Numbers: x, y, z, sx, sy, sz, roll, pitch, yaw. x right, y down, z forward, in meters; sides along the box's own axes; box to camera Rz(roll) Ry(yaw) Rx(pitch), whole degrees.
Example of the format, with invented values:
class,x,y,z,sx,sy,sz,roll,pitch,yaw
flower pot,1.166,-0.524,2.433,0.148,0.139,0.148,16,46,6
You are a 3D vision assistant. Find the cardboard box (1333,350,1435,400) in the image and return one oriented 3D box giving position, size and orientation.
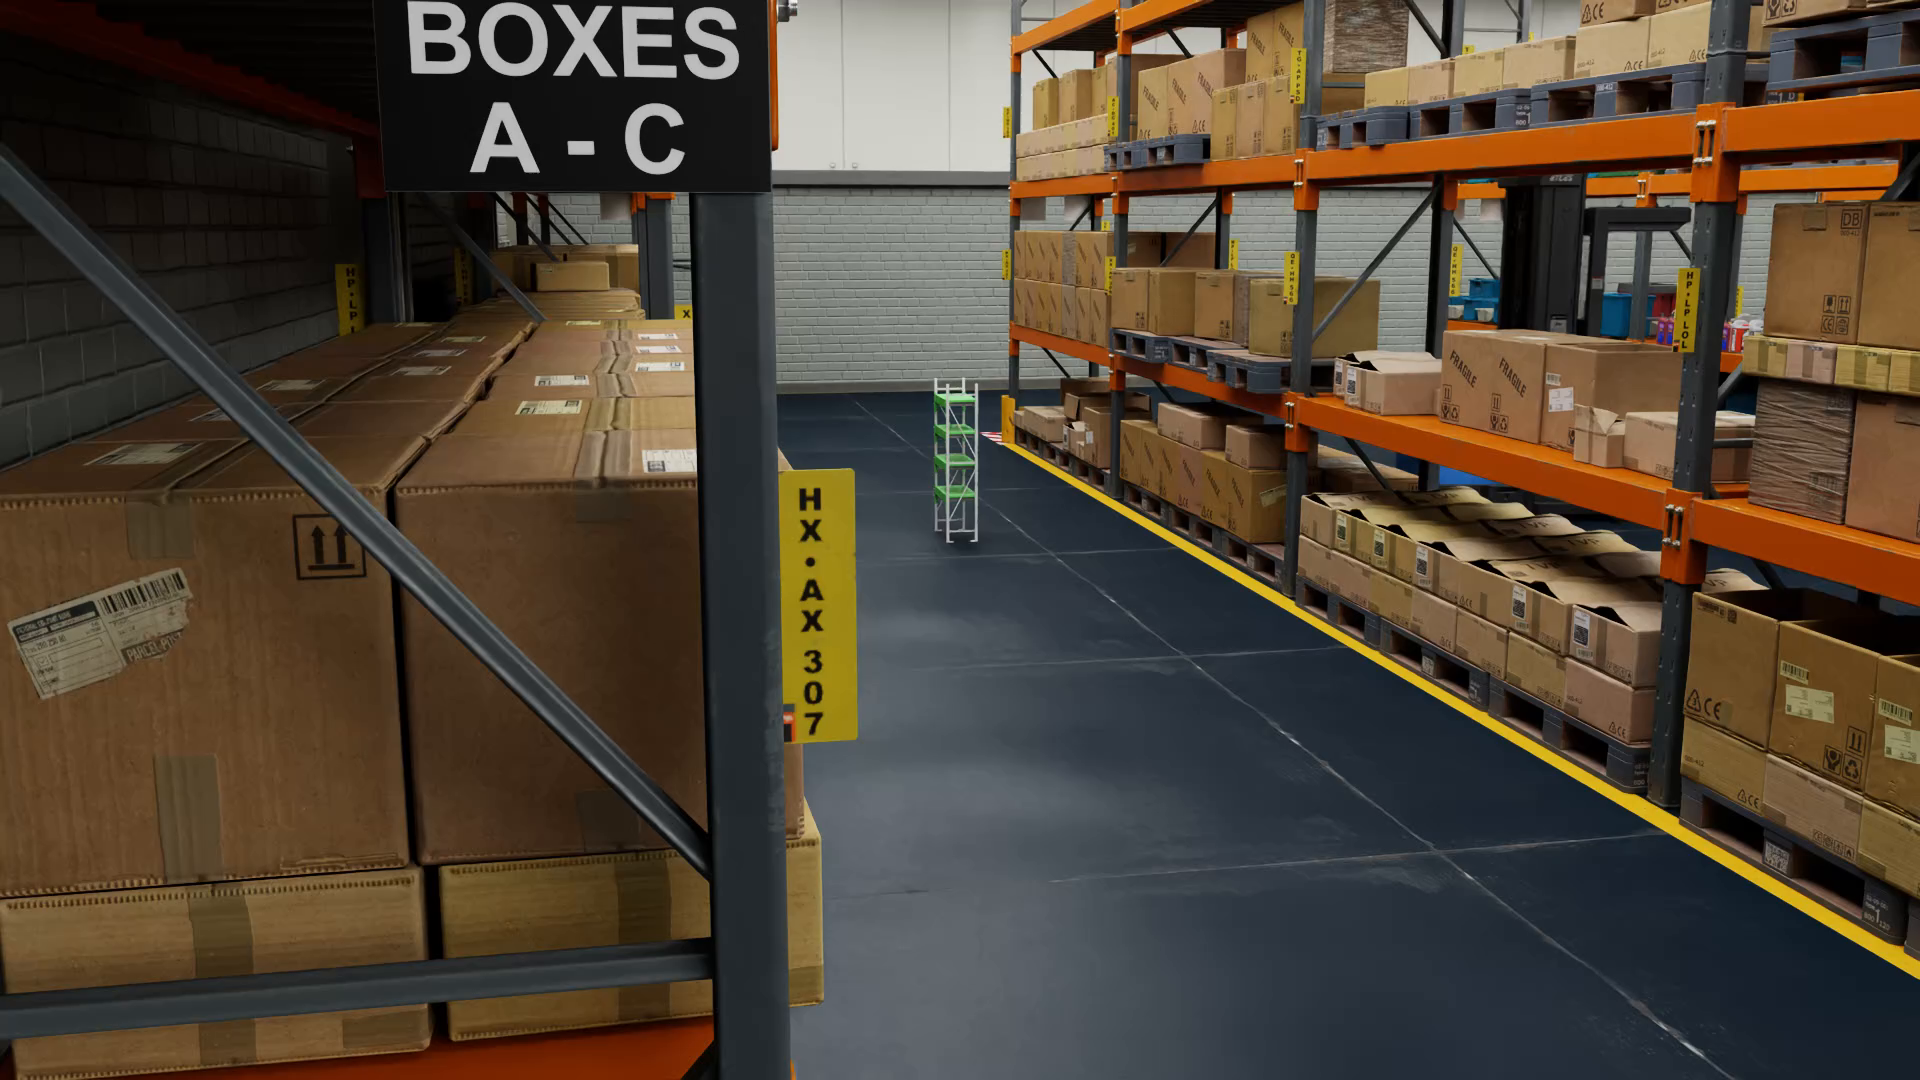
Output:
class,x,y,z,sx,sy,sz,roll,pitch,yaw
cardboard box,2.627,-1.012,10.228,0.500,0.311,0.500,-1,11,-7

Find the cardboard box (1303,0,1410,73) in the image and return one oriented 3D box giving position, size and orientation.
class,x,y,z,sx,sy,sz,roll,pitch,yaw
cardboard box,2.521,-3.218,10.616,0.500,0.500,0.500,-2,11,-11

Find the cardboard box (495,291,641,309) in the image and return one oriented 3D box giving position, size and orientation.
class,x,y,z,sx,sy,sz,roll,pitch,yaw
cardboard box,-2.023,-1.021,8.593,0.700,0.500,0.500,-3,11,-16

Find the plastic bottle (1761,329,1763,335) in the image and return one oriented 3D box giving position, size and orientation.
class,x,y,z,sx,sy,sz,roll,pitch,yaw
plastic bottle,6.618,-1.640,13.636,0.097,0.271,0.097,0,11,0

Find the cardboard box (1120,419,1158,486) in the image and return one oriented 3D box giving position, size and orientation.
class,x,y,z,sx,sy,sz,roll,pitch,yaw
cardboard box,1.676,-0.748,14.112,0.500,0.500,0.500,-3,11,-14

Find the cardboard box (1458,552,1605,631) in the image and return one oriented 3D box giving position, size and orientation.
class,x,y,z,sx,sy,sz,roll,pitch,yaw
cardboard box,2.815,0.228,8.206,0.500,0.311,0.500,-2,11,-11

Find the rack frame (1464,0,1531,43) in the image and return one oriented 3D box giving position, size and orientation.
class,x,y,z,sx,sy,sz,roll,pitch,yaw
rack frame,5.903,-5.718,18.669,1.000,3.000,0.127,-2,11,-11

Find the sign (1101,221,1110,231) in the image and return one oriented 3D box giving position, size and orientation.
class,x,y,z,sx,sy,sz,roll,pitch,yaw
sign,1.592,-3.332,18.236,0.100,0.325,0.005,-2,11,-11

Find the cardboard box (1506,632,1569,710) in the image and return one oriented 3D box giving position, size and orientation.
class,x,y,z,sx,sy,sz,roll,pitch,yaw
cardboard box,2.915,0.596,7.774,0.500,0.250,0.500,-2,11,-12

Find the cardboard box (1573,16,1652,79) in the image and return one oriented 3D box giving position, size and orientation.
class,x,y,z,sx,sy,sz,roll,pitch,yaw
cardboard box,3.157,-2.210,7.542,0.500,0.250,0.500,-3,11,-17

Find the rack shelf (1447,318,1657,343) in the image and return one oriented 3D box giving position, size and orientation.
class,x,y,z,sx,sy,sz,roll,pitch,yaw
rack shelf,6.292,-2.050,17.370,1.077,0.370,4.000,-2,11,-11

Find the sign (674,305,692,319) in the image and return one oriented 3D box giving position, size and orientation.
class,x,y,z,sx,sy,sz,roll,pitch,yaw
sign,-0.950,-0.656,5.804,0.100,0.325,0.005,-2,11,-11

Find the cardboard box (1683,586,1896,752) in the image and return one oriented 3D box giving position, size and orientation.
class,x,y,z,sx,sy,sz,roll,pitch,yaw
cardboard box,3.160,0.482,6.365,0.500,0.500,0.500,-2,11,-11

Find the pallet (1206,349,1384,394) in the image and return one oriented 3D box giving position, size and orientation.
class,x,y,z,sx,sy,sz,roll,pitch,yaw
pallet,2.398,-1.151,11.236,1.213,0.211,1.003,-2,11,-11

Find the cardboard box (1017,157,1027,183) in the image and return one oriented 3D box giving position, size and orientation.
class,x,y,z,sx,sy,sz,roll,pitch,yaw
cardboard box,0.894,-3.887,17.477,0.500,0.250,0.500,-2,11,-11

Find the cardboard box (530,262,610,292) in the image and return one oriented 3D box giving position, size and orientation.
class,x,y,z,sx,sy,sz,roll,pitch,yaw
cardboard box,-2.086,-1.406,8.883,0.380,0.149,0.250,-4,12,-21

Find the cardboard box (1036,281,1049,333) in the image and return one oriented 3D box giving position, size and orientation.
class,x,y,z,sx,sy,sz,roll,pitch,yaw
cardboard box,1.071,-2.363,16.819,0.500,0.500,0.500,-2,11,-11

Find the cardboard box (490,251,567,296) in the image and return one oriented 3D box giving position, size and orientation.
class,x,y,z,sx,sy,sz,roll,pitch,yaw
cardboard box,-2.602,-1.590,9.906,0.500,0.250,0.500,-2,11,-9

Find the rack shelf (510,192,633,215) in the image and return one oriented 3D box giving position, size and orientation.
class,x,y,z,sx,sy,sz,roll,pitch,yaw
rack shelf,-3.426,-3.163,15.196,1.077,0.370,4.000,-2,11,-11

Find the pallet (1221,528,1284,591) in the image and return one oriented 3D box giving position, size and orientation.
class,x,y,z,sx,sy,sz,roll,pitch,yaw
pallet,2.491,0.108,11.566,1.003,0.211,1.213,-2,11,-11

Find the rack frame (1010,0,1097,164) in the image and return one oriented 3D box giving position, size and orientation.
class,x,y,z,sx,sy,sz,roll,pitch,yaw
rack frame,1.043,-5.538,17.726,1.000,3.000,0.127,-2,11,-11

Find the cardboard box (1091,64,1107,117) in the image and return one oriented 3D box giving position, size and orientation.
class,x,y,z,sx,sy,sz,roll,pitch,yaw
cardboard box,1.628,-4.147,15.500,0.700,0.500,0.500,-2,11,-11

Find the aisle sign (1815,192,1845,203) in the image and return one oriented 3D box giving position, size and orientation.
class,x,y,z,sx,sy,sz,roll,pitch,yaw
aisle sign,10.453,-4.230,19.945,0.394,0.787,0.004,-2,11,-11

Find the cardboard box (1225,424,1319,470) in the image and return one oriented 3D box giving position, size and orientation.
class,x,y,z,sx,sy,sz,roll,pitch,yaw
cardboard box,2.172,-0.653,11.610,0.500,0.250,0.500,-2,11,-9

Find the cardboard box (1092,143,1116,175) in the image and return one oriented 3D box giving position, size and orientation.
class,x,y,z,sx,sy,sz,roll,pitch,yaw
cardboard box,1.466,-3.337,14.584,0.500,0.250,0.500,-2,11,-11

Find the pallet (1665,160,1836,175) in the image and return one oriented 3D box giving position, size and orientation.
class,x,y,z,sx,sy,sz,roll,pitch,yaw
pallet,6.929,-3.277,14.376,1.213,0.211,1.003,-2,11,-11

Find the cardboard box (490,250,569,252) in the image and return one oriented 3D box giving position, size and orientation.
class,x,y,z,sx,sy,sz,roll,pitch,yaw
cardboard box,-2.699,-1.685,10.406,0.500,0.250,0.500,-2,11,-13

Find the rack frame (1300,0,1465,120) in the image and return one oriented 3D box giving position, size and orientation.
class,x,y,z,sx,sy,sz,roll,pitch,yaw
rack frame,2.599,-4.071,10.017,1.000,3.000,0.127,-2,11,-11

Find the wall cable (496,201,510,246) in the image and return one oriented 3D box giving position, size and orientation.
class,x,y,z,sx,sy,sz,roll,pitch,yaw
wall cable,-4.992,-3.110,18.295,0.084,1.984,1.851,-2,11,-11

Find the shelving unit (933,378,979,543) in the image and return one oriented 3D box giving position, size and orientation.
class,x,y,z,sx,sy,sz,roll,pitch,yaw
shelving unit,-0.032,-0.620,12.744,0.258,1.200,0.503,-2,11,-11

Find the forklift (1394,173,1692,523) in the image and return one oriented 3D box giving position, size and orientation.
class,x,y,z,sx,sy,sz,roll,pitch,yaw
forklift,5.255,-1.678,13.674,3.031,2.935,1.130,0,11,0

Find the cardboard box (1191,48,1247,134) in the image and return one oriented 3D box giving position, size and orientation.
class,x,y,z,sx,sy,sz,roll,pitch,yaw
cardboard box,2.109,-3.296,12.310,0.600,0.600,0.600,-3,11,-13

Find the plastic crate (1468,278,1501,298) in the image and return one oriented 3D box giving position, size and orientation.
class,x,y,z,sx,sy,sz,roll,pitch,yaw
plastic crate,6.151,-2.763,18.934,0.616,0.435,0.499,-2,11,-11

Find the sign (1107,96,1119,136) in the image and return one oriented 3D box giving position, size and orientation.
class,x,y,z,sx,sy,sz,roll,pitch,yaw
sign,1.290,-3.564,13.993,0.100,0.325,0.005,-2,11,-11

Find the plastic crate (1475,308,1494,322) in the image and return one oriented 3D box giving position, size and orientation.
class,x,y,z,sx,sy,sz,roll,pitch,yaw
plastic crate,5.741,-2.427,17.969,0.250,0.136,0.298,-2,11,-11

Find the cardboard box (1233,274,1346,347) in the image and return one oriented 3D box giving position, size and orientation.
class,x,y,z,sx,sy,sz,roll,pitch,yaw
cardboard box,2.376,-1.665,12.033,0.700,0.500,0.500,0,11,0

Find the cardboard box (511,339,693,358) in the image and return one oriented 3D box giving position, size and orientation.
class,x,y,z,sx,sy,sz,roll,pitch,yaw
cardboard box,-0.896,-0.254,4.352,0.500,0.500,0.500,-2,11,-13

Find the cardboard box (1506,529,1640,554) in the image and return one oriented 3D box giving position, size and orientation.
class,x,y,z,sx,sy,sz,roll,pitch,yaw
cardboard box,3.241,0.112,8.816,0.500,0.311,0.500,-2,11,-9

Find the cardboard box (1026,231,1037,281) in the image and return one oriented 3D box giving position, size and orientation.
class,x,y,z,sx,sy,sz,roll,pitch,yaw
cardboard box,0.980,-2.945,17.204,0.500,0.500,0.500,-2,11,-10

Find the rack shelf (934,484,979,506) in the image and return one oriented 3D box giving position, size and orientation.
class,x,y,z,sx,sy,sz,roll,pitch,yaw
rack shelf,-0.032,-0.321,12.801,0.258,0.148,0.480,-2,11,-11

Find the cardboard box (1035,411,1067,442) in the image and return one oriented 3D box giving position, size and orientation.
class,x,y,z,sx,sy,sz,roll,pitch,yaw
cardboard box,1.065,-1.163,16.961,0.500,0.250,0.500,-2,11,-11

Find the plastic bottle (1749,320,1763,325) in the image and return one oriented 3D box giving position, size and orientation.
class,x,y,z,sx,sy,sz,roll,pitch,yaw
plastic bottle,6.726,-1.713,14.005,0.152,0.276,0.135,-2,11,-11

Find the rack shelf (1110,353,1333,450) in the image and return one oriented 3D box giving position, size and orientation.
class,x,y,z,sx,sy,sz,roll,pitch,yaw
rack shelf,2.210,-1.137,12.573,1.077,0.370,4.000,-2,11,-11

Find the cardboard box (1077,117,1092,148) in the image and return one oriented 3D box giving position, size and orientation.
class,x,y,z,sx,sy,sz,roll,pitch,yaw
cardboard box,1.366,-3.674,15.018,0.500,0.250,0.500,-2,11,-11

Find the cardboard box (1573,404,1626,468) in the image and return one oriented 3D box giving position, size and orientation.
class,x,y,z,sx,sy,sz,roll,pitch,yaw
cardboard box,3.026,-0.479,7.548,0.396,0.266,0.258,-2,11,-12

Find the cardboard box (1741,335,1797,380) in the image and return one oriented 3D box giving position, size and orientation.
class,x,y,z,sx,sy,sz,roll,pitch,yaw
cardboard box,3.239,-0.702,6.358,0.380,0.149,0.250,-2,11,-11

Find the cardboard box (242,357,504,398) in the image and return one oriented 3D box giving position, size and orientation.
class,x,y,z,sx,sy,sz,roll,pitch,yaw
cardboard box,-1.294,-0.139,3.744,0.500,0.500,0.500,-2,11,-10

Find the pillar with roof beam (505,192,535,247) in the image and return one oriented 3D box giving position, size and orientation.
class,x,y,z,sx,sy,sz,roll,pitch,yaw
pillar with roof beam,-0.966,-5.978,20.035,9.100,9.000,0.400,-2,11,-11

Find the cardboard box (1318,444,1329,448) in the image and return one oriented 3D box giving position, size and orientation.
class,x,y,z,sx,sy,sz,roll,pitch,yaw
cardboard box,2.484,-0.489,12.754,0.500,0.500,0.500,-3,11,-13

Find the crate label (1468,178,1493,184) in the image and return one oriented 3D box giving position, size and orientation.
class,x,y,z,sx,sy,sz,roll,pitch,yaw
crate label,5.765,-3.990,18.012,0.408,0.251,0.502,-2,11,-11

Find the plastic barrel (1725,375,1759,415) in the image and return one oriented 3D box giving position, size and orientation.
class,x,y,z,sx,sy,sz,roll,pitch,yaw
plastic barrel,6.908,-0.982,14.322,0.600,0.901,0.708,-2,11,-11
